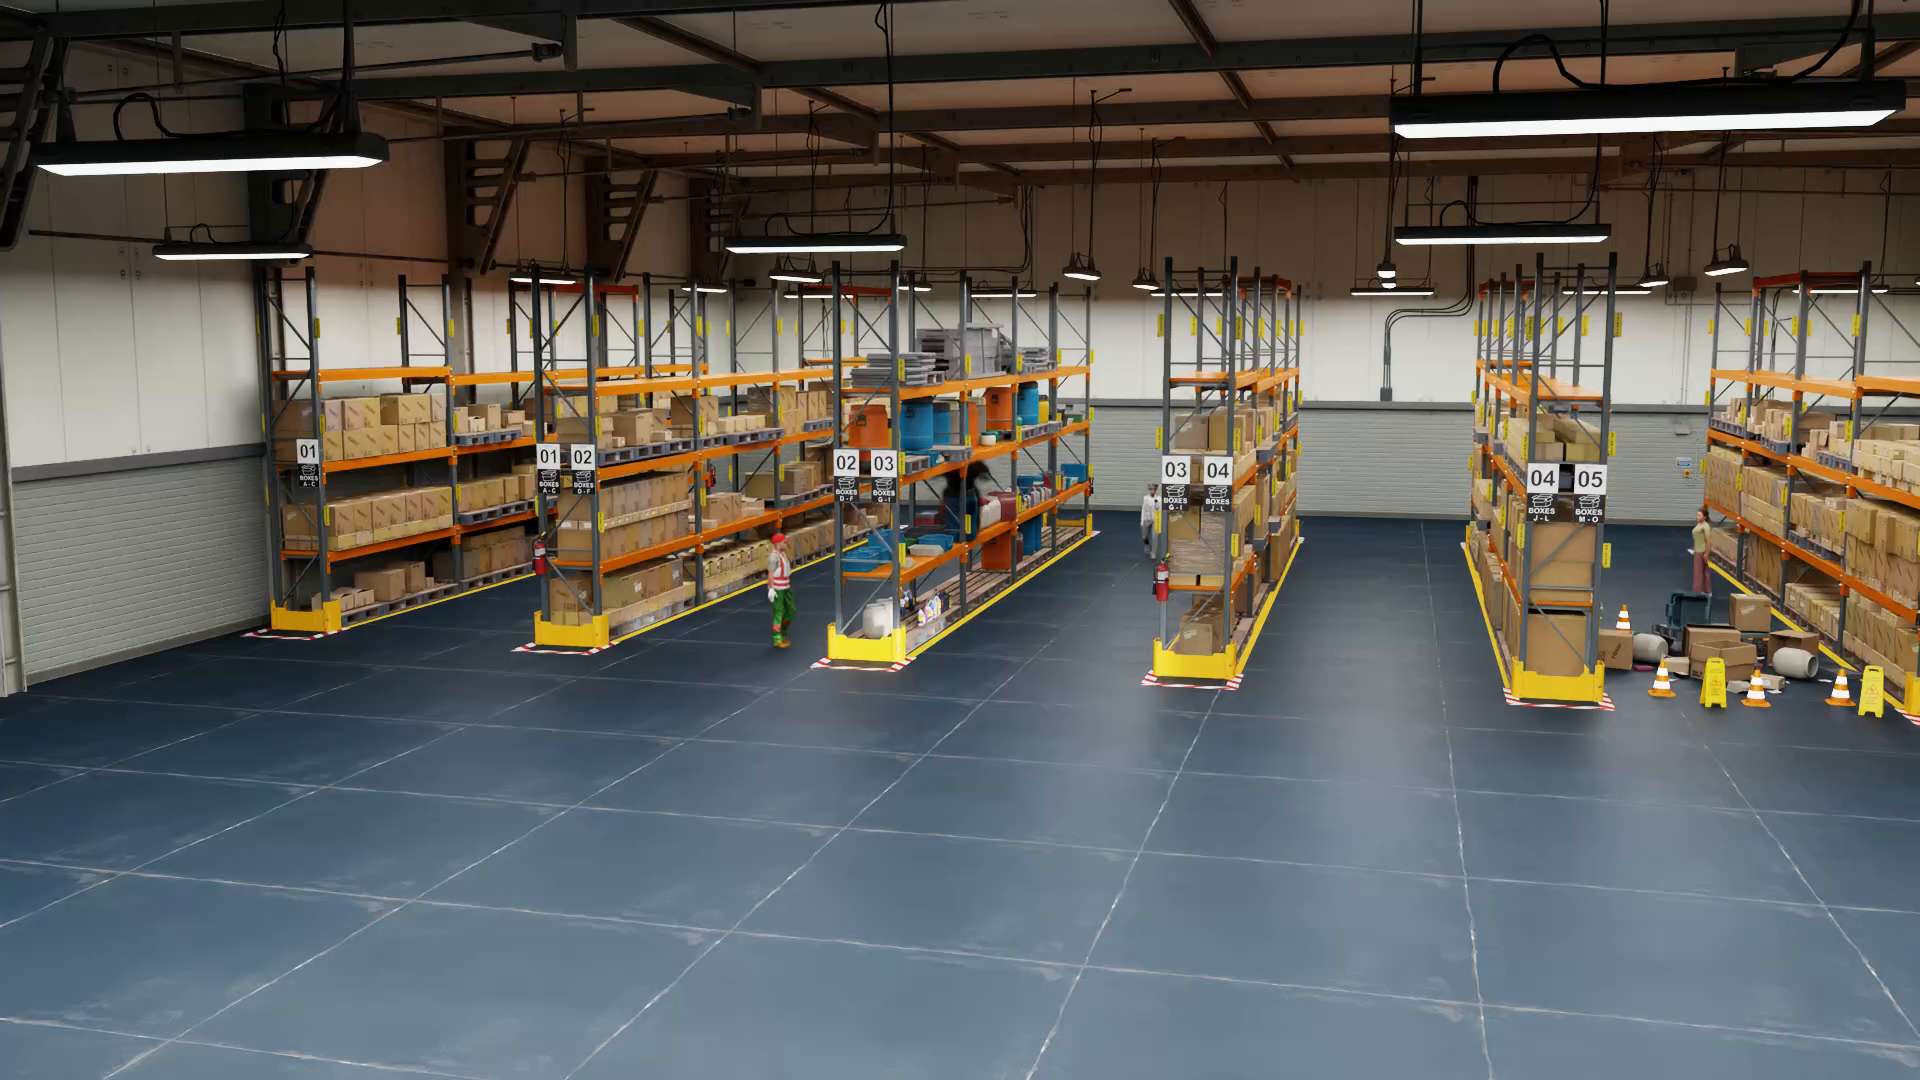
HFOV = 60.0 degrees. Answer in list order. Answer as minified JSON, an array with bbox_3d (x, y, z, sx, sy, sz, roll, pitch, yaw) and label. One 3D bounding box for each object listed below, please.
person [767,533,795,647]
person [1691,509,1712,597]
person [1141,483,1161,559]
[{"bbox_3d":[-2.836,0.795,26.340,0.391,1.813,0.648,2,8,18],"label":"person"},{"bbox_3d":[13.867,0.239,31.116,0.453,1.670,0.456,4,8,31],"label":"person"},{"bbox_3d":[4.217,-0.434,36.354,0.506,1.645,0.707,2,7,13],"label":"person"}]
